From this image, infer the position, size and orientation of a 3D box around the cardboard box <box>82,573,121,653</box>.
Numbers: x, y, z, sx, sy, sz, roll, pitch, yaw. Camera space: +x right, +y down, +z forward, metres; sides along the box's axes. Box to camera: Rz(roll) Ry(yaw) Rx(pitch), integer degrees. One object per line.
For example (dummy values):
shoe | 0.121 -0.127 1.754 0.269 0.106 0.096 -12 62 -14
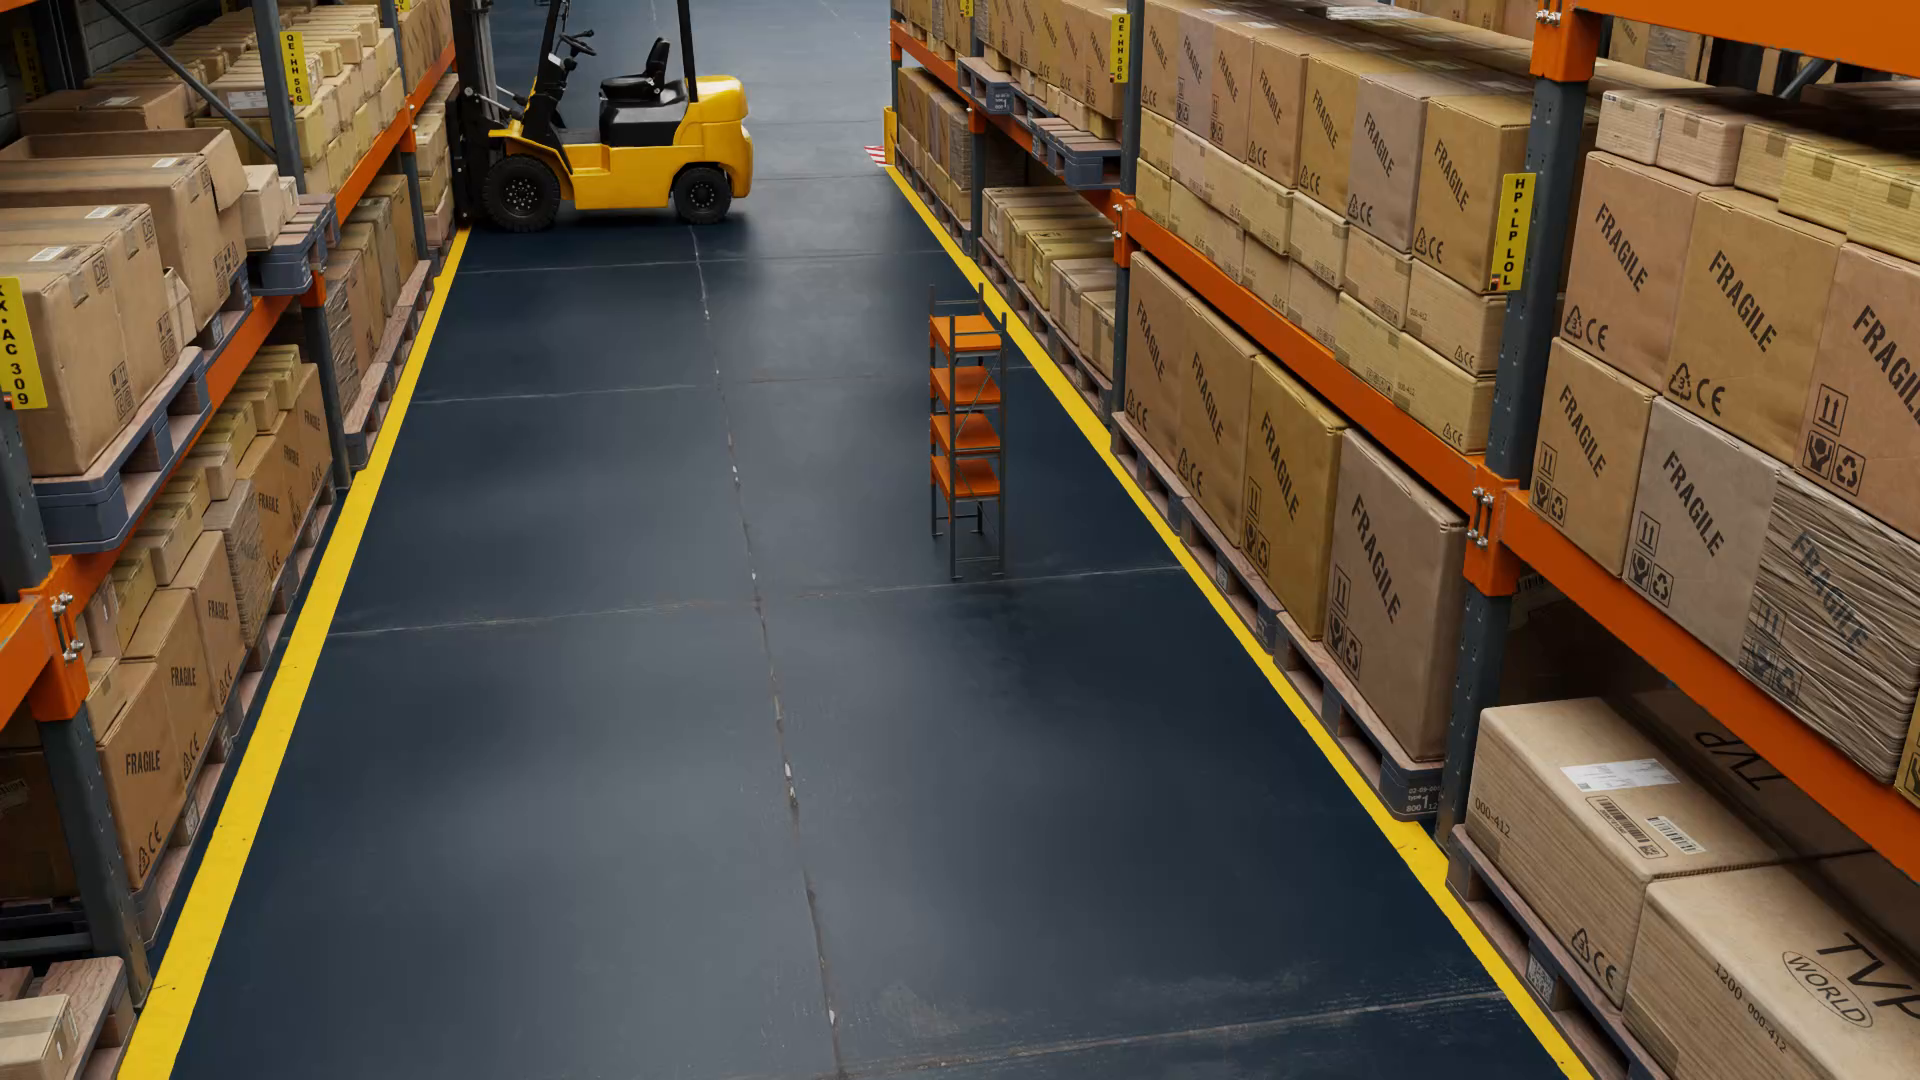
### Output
cardboard box | -2.714 0.230 4.893 0.380 0.149 0.250 -5 24 -12

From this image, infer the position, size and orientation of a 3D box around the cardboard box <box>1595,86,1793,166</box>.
cardboard box | 1.866 -1.057 4.238 0.380 0.149 0.250 -5 24 -11

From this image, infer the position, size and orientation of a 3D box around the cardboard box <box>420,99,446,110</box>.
cardboard box | -4.352 -3.385 13.414 0.500 0.250 0.500 -5 24 -11

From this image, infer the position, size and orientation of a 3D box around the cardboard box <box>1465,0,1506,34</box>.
cardboard box | 5.045 -4.802 14.810 0.875 0.550 0.500 -4 24 -10

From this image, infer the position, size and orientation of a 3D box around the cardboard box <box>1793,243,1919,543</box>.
cardboard box | 2.084 -0.297 3.307 0.500 0.500 0.500 -4 24 -9

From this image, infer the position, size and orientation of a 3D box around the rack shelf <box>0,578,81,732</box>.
rack shelf | -2.445 1.086 2.415 1.077 0.370 4.000 -4 24 -10

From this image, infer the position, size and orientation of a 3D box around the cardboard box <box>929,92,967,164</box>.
cardboard box | 0.019 -3.435 13.842 0.500 0.500 0.500 -3 24 -7

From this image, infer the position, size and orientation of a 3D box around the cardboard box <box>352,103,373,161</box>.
cardboard box | -3.680 -2.332 9.529 0.500 0.250 0.500 -4 24 -8

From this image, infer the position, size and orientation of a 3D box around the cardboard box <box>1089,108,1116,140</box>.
cardboard box | 0.911 -2.262 8.970 0.380 0.149 0.250 -4 24 -9

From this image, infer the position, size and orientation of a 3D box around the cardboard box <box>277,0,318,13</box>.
cardboard box | -4.606 -3.628 11.373 0.380 0.149 0.250 -4 24 -10

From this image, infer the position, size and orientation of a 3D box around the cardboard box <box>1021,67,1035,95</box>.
cardboard box | 0.589 -2.868 10.358 0.380 0.149 0.250 -3 24 -8

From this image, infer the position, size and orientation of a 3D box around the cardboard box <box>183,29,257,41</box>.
cardboard box | -4.256 -2.861 9.617 0.380 0.149 0.250 -4 24 -10

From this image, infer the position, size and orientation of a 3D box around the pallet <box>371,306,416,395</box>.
pallet | -3.890 -1.132 10.077 1.003 0.211 1.213 -4 24 -10

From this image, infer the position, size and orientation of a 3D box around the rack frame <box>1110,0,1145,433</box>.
rack frame | 1.323 -1.973 8.519 1.000 3.000 0.127 -4 24 -10

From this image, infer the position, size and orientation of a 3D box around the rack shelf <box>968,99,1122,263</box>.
rack shelf | 0.953 -2.430 10.464 1.077 0.370 4.000 -4 24 -10

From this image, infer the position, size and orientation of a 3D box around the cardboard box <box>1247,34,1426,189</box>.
cardboard box | 1.446 -1.667 6.445 0.500 0.500 0.500 -4 24 -9

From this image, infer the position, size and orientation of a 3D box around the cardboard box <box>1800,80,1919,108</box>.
cardboard box | 2.433 -1.103 4.343 0.380 0.149 0.250 -5 24 -11

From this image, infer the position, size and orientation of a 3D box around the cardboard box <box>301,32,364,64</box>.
cardboard box | -3.622 -2.803 9.486 0.380 0.149 0.250 -5 24 -11

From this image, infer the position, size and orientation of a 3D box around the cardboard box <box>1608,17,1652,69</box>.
cardboard box | 5.262 -3.771 12.512 0.500 0.500 0.500 -4 24 -9

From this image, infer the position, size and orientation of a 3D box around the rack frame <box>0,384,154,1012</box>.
rack frame | -2.814 -0.030 4.072 1.000 3.000 0.127 -4 24 -10

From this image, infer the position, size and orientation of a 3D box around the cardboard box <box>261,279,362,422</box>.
cardboard box | -3.656 -0.954 8.630 0.875 0.625 0.625 -4 24 -8

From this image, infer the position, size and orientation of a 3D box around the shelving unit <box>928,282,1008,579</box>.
shelving unit | 0.031 -0.485 7.361 0.258 1.200 0.503 -4 24 -10

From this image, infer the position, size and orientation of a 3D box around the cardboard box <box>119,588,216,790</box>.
cardboard box | -2.791 0.507 5.440 0.500 0.500 0.500 -5 24 -10

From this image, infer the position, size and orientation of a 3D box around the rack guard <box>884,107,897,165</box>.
rack guard | -0.142 -3.944 16.156 1.175 0.500 0.348 -4 24 -10

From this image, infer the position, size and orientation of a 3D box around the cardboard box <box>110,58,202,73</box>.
cardboard box | -4.073 -2.352 8.453 0.380 0.149 0.250 -5 24 -11

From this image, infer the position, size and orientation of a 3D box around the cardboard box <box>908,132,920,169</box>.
cardboard box | -0.192 -3.513 14.956 0.500 0.250 0.500 -3 24 -8

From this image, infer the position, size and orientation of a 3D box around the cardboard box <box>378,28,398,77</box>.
cardboard box | -3.952 -3.163 10.808 0.500 0.250 0.500 -5 24 -11

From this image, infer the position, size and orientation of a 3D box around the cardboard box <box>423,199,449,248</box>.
cardboard box | -4.058 -2.324 12.235 0.500 0.250 0.500 -4 24 -9

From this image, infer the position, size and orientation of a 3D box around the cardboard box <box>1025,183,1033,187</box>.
cardboard box | 0.740 -2.730 13.165 0.500 0.250 0.500 -5 24 -12

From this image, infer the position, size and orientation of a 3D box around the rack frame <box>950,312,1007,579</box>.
rack frame | 0.076 -0.389 7.141 0.240 1.200 0.015 -4 24 -10

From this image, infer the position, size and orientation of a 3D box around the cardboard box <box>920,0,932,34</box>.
cardboard box | -0.045 -4.491 13.789 0.500 0.500 0.500 -5 24 -11

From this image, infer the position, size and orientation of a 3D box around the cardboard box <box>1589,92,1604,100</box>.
cardboard box | 2.264 -1.098 5.141 0.500 0.500 0.500 -4 24 -9

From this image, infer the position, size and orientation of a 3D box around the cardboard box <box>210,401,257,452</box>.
cardboard box | -3.123 -0.453 6.828 0.380 0.149 0.250 -4 24 -8

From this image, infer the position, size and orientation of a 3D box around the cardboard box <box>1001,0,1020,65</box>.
cardboard box | 0.560 -3.323 10.588 0.500 0.500 0.500 -4 24 -10

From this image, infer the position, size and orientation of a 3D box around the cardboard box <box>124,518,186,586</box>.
cardboard box | -2.879 0.053 5.668 0.380 0.149 0.250 -4 24 -10

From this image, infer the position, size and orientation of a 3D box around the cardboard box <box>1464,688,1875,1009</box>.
cardboard box | 2.074 0.837 4.762 0.875 0.438 0.875 -5 24 -11

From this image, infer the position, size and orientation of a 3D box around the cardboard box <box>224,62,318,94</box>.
cardboard box | -3.447 -2.298 8.329 0.380 0.149 0.250 -4 24 -8

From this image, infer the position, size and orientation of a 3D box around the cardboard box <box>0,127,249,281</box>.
cardboard box | -3.070 -1.215 6.131 0.797 0.503 0.637 -5 24 -11

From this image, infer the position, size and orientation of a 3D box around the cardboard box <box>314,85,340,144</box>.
cardboard box | -3.487 -2.154 8.497 0.500 0.250 0.500 -4 24 -8

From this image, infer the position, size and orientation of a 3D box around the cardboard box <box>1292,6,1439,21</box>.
cardboard box | 1.779 -2.091 7.417 0.500 0.500 0.500 -4 24 -9

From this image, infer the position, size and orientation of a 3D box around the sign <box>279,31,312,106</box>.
sign | -3.023 -2.142 7.559 0.100 0.325 0.005 -4 24 -10

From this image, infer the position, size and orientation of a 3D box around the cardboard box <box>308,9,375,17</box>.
cardboard box | -3.947 -3.302 10.628 0.380 0.149 0.250 -5 24 -11

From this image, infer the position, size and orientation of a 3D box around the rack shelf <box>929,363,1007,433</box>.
rack shelf | 0.031 -0.628 7.298 0.258 0.148 0.480 -4 24 -10

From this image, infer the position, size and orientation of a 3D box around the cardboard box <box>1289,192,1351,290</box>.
cardboard box | 1.541 -1.114 6.117 0.500 0.250 0.500 -4 24 -8

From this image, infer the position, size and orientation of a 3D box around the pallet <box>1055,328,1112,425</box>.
pallet | 1.180 -1.002 9.781 1.003 0.211 1.213 -4 24 -10

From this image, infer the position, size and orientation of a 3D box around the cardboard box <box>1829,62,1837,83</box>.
cardboard box | 5.731 -2.778 10.238 0.500 0.500 0.500 -4 24 -10

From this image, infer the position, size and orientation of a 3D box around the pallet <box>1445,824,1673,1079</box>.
pallet | 2.127 1.183 4.777 1.003 0.211 1.213 -4 24 -10

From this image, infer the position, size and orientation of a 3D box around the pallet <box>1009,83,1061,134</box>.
pallet | 0.917 -2.660 10.333 1.003 0.211 1.213 -4 24 -10

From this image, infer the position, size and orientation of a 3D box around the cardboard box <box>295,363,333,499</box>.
cardboard box | -3.265 -0.500 7.746 0.500 0.500 0.500 -4 24 -8

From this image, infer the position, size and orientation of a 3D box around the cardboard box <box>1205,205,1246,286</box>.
cardboard box | 1.370 -1.285 7.133 0.500 0.250 0.500 -4 24 -8

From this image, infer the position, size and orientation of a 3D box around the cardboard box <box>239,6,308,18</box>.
cardboard box | -4.440 -3.366 10.774 0.380 0.149 0.250 -5 24 -11

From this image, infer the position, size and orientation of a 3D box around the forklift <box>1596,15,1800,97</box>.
forklift | 3.416 -1.751 8.098 1.130 2.935 3.031 16 28 33

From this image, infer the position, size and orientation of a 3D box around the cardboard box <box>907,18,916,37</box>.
cardboard box | -0.265 -4.543 14.719 0.380 0.149 0.250 -4 24 -9

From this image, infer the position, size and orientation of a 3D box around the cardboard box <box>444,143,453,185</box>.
cardboard box | -4.256 -2.948 13.039 0.500 0.250 0.500 -5 24 -10

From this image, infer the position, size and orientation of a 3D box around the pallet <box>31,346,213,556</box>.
pallet | -2.855 -0.265 4.849 1.003 0.211 1.213 -4 24 -10

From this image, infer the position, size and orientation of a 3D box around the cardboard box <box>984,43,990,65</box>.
cardboard box | 0.375 -3.383 11.536 0.380 0.149 0.250 -4 24 -9

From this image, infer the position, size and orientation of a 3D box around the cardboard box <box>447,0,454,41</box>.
cardboard box | -4.684 -4.622 14.461 0.500 0.500 0.500 -5 24 -11

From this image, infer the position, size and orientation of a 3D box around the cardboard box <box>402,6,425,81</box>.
cardboard box | -4.232 -3.621 12.167 0.500 0.500 0.500 -4 24 -9

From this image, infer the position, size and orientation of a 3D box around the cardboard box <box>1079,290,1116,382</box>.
cardboard box | 1.229 -1.184 9.471 0.950 0.372 0.625 -6 24 -13
